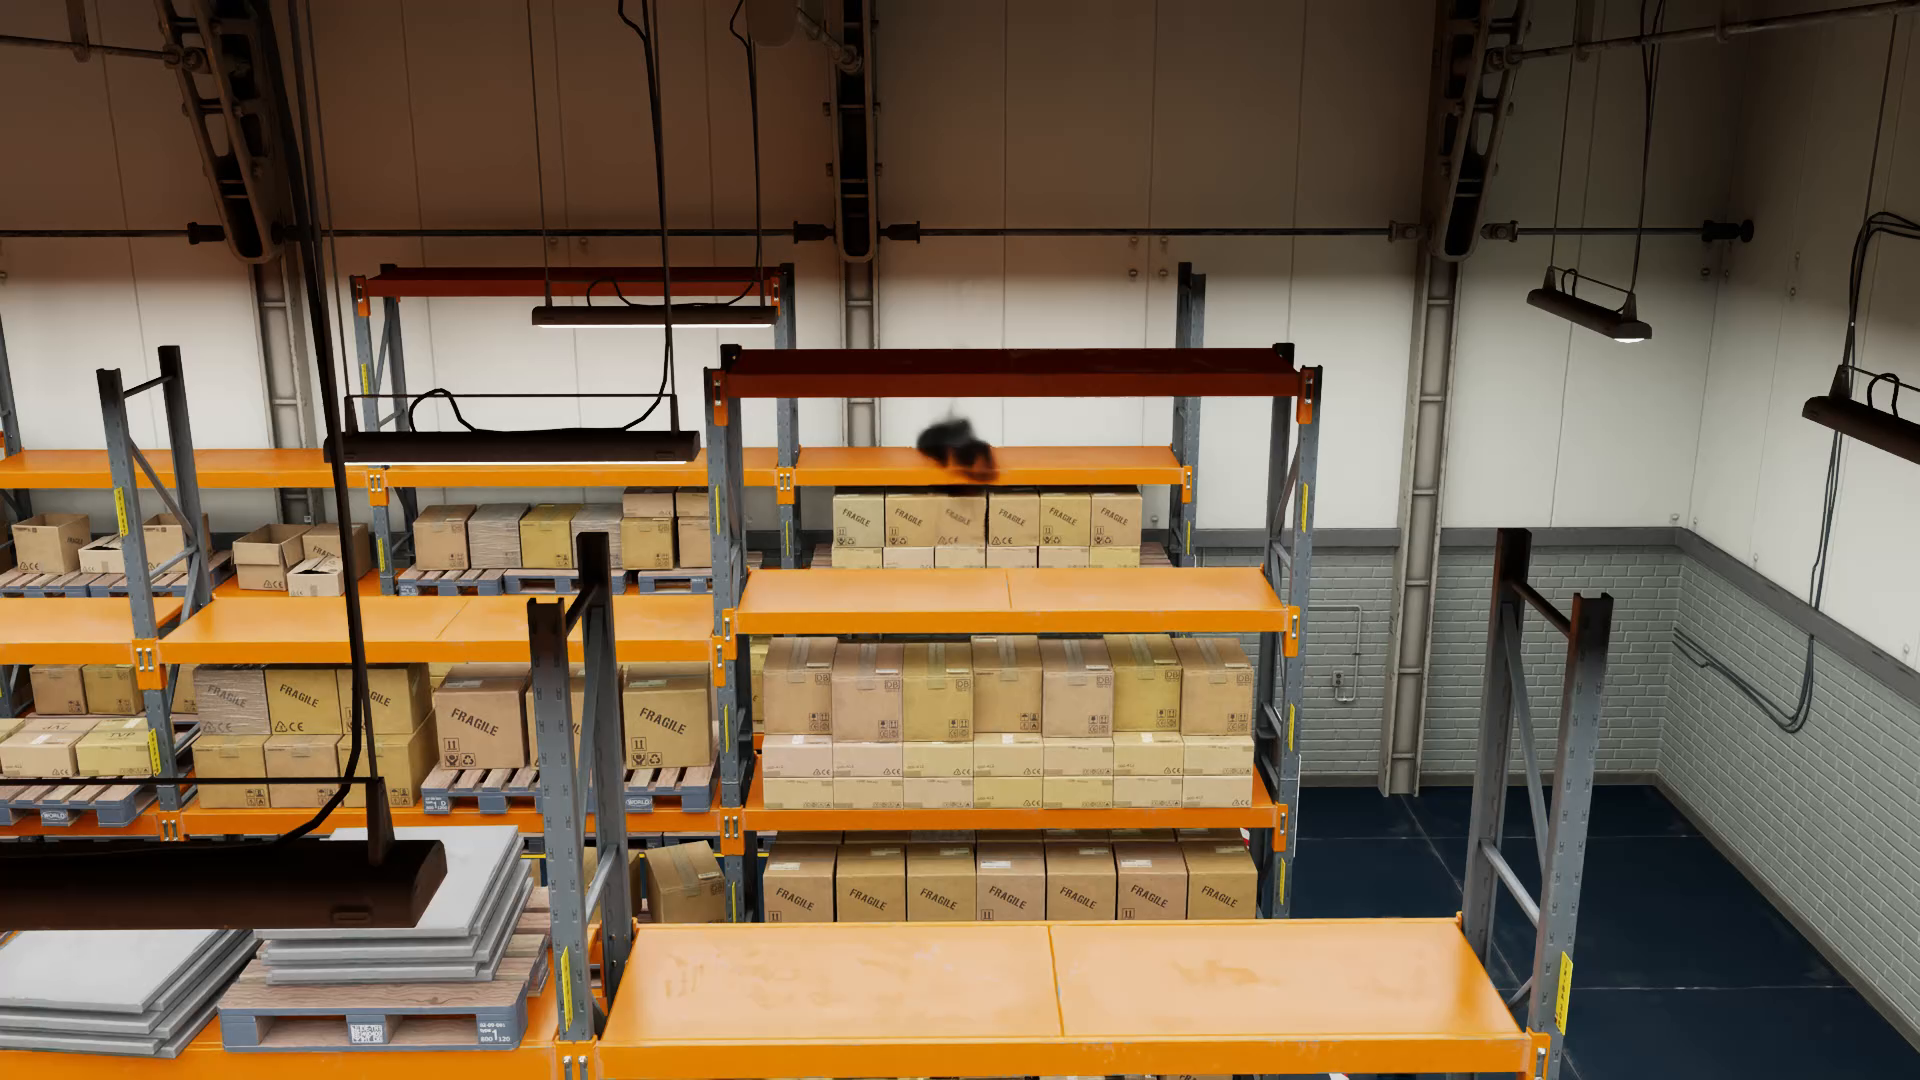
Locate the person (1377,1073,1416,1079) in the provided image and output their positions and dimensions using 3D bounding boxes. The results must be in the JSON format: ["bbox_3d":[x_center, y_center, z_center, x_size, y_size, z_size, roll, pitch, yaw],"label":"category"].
[{"bbox_3d":[3.277,3.884,12.548,0.577,1.504,0.775,1,16,3],"label":"person"}]
